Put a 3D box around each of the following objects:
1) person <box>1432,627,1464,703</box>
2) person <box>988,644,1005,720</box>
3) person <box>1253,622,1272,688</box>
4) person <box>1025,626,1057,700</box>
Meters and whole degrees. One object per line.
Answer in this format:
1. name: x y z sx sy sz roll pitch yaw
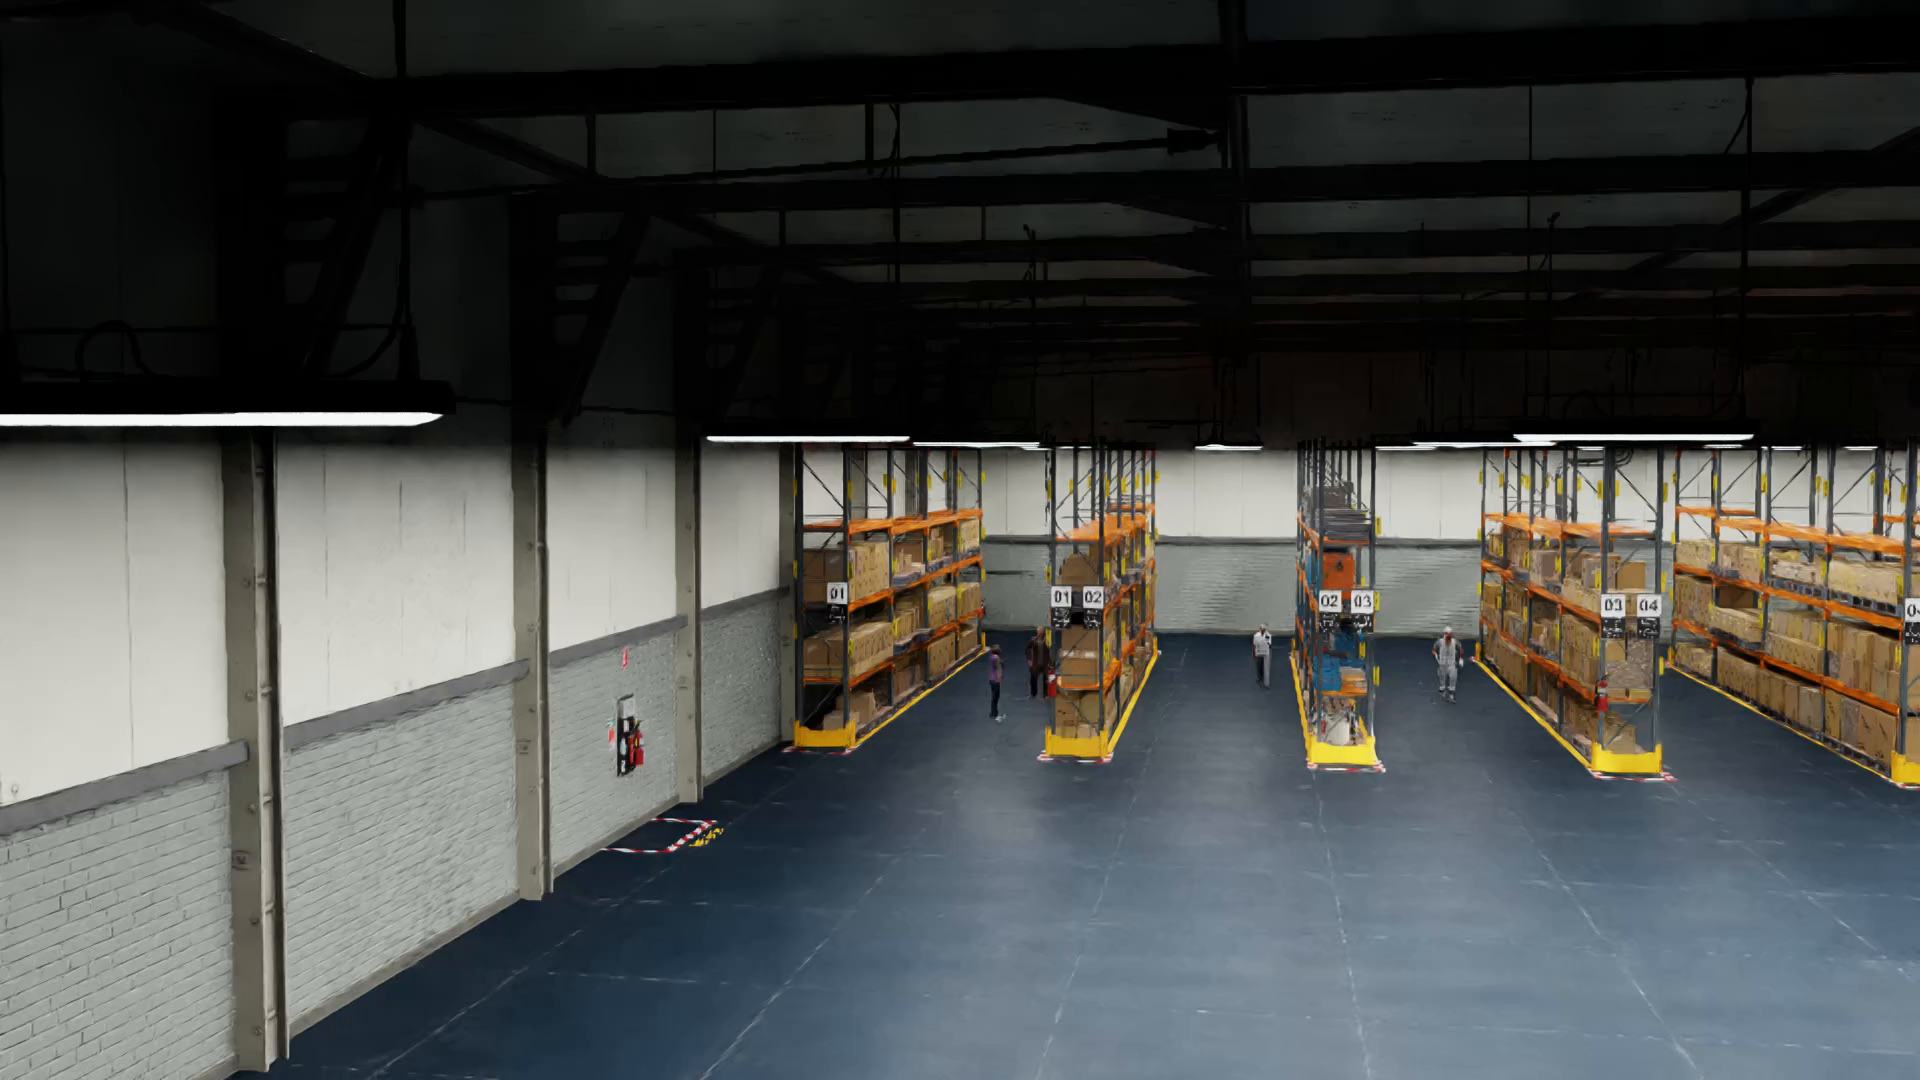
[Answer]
1. person: 11.203 2.837 38.192 0.697 1.722 0.835 1 3 15
2. person: 0.797 3.028 35.576 0.406 1.600 0.468 -1 3 -20
3. person: 7.361 2.771 40.447 0.456 1.589 1.088 1 3 13
4. person: 1.863 2.832 38.347 0.729 1.733 0.546 0 3 9
